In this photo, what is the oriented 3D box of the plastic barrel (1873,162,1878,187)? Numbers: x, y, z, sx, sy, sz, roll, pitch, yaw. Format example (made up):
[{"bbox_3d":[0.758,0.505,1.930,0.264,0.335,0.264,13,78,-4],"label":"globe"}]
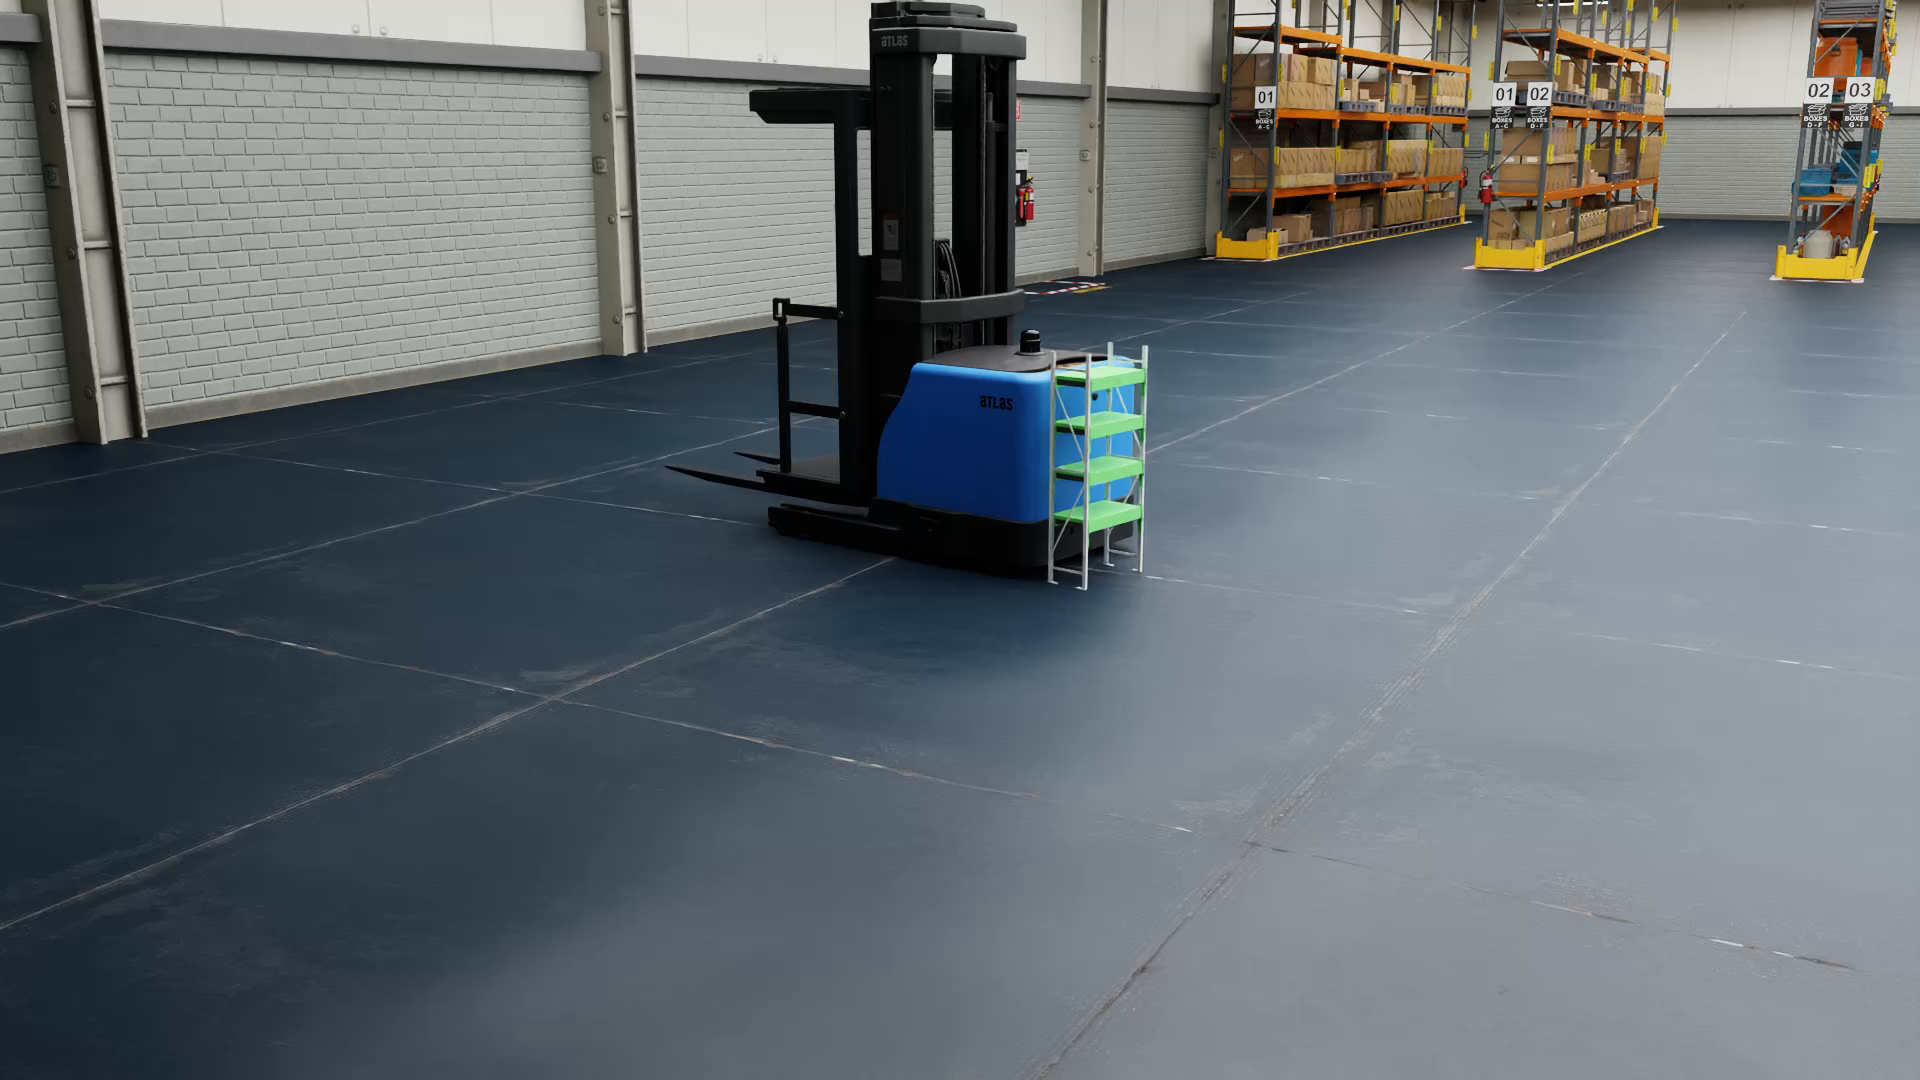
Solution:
[{"bbox_3d":[18.098,-7.374,33.429,0.600,0.536,0.708,7,15,28],"label":"plastic barrel"}]

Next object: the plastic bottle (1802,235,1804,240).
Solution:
[{"bbox_3d":[15.073,-5.298,29.823,0.144,0.351,0.185,7,15,28],"label":"plastic bottle"}]

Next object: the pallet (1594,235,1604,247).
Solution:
[{"bbox_3d":[13.291,-6.479,35.958,1.003,0.211,1.213,7,15,28],"label":"pallet"}]

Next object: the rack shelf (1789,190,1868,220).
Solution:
[{"bbox_3d":[15.157,-5.856,28.961,1.077,0.370,4.000,7,15,28],"label":"rack shelf"}]

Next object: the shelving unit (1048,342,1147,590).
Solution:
[{"bbox_3d":[0.710,-0.389,8.585,0.258,1.200,0.503,11,18,39],"label":"shelving unit"}]

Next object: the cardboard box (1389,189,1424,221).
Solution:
[{"bbox_3d":[11.118,-8.391,41.631,0.750,0.750,0.750,8,15,29],"label":"cardboard box"}]

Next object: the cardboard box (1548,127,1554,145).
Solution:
[{"bbox_3d":[10.367,-7.251,30.228,0.700,0.500,0.500,7,15,27],"label":"cardboard box"}]

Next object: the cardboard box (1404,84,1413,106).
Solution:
[{"bbox_3d":[10.584,-10.811,40.426,0.700,0.500,0.500,7,15,27],"label":"cardboard box"}]

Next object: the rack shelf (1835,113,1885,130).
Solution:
[{"bbox_3d":[20.958,-9.777,38.821,1.077,0.370,4.000,7,15,28],"label":"rack shelf"}]

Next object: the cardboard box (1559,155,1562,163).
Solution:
[{"bbox_3d":[10.977,-7.093,30.958,0.380,0.149,0.250,8,15,29],"label":"cardboard box"}]

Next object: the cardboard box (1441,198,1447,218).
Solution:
[{"bbox_3d":[12.517,-8.829,44.193,0.700,0.500,0.500,7,15,26],"label":"cardboard box"}]

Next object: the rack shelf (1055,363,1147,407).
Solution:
[{"bbox_3d":[0.710,-0.793,8.488,0.258,0.148,0.480,11,18,39],"label":"rack shelf"}]

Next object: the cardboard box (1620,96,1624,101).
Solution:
[{"bbox_3d":[14.151,-9.704,36.771,0.910,0.500,0.500,7,15,28],"label":"cardboard box"}]

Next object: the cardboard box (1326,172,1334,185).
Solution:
[{"bbox_3d":[7.487,-7.544,34.704,0.500,0.250,0.500,7,15,28],"label":"cardboard box"}]

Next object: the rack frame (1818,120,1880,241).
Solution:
[{"bbox_3d":[19.991,-8.258,37.386,1.000,3.000,0.127,7,15,28],"label":"rack frame"}]

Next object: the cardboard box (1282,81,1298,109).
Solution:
[{"bbox_3d":[6.189,-8.581,32.072,0.500,0.500,0.500,9,16,32],"label":"cardboard box"}]

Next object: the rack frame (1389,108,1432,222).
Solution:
[{"bbox_3d":[11.318,-9.380,42.042,1.000,3.000,0.127,7,15,28],"label":"rack frame"}]

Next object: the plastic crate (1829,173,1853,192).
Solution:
[{"bbox_3d":[15.759,-6.493,30.200,0.767,0.338,0.504,7,15,28],"label":"plastic crate"}]

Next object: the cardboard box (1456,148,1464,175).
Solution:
[{"bbox_3d":[13.014,-10.241,44.972,0.980,0.700,0.700,8,16,31],"label":"cardboard box"}]

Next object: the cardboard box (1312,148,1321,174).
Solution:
[{"bbox_3d":[7.004,-7.703,33.763,0.500,0.500,0.500,7,15,26],"label":"cardboard box"}]

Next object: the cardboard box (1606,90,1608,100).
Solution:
[{"bbox_3d":[13.553,-9.489,35.518,0.500,0.250,0.500,6,15,24],"label":"cardboard box"}]

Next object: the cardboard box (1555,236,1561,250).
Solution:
[{"bbox_3d":[11.036,-5.618,31.406,0.500,0.250,0.500,7,15,28],"label":"cardboard box"}]

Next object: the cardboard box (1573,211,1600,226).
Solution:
[{"bbox_3d":[13.193,-6.793,35.086,0.500,0.311,0.500,7,15,28],"label":"cardboard box"}]

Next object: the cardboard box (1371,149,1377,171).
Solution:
[{"bbox_3d":[9.166,-8.725,38.170,0.700,0.500,0.500,5,15,21],"label":"cardboard box"}]

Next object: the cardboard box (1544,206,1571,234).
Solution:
[{"bbox_3d":[11.504,-6.189,32.177,0.500,0.500,0.500,7,15,28],"label":"cardboard box"}]

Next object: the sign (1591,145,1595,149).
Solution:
[{"bbox_3d":[15.178,-9.301,39.864,0.100,0.325,0.005,7,15,28],"label":"sign"}]

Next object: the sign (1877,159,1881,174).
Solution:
[{"bbox_3d":[20.471,-8.330,37.094,0.100,0.325,0.005,7,15,28],"label":"sign"}]

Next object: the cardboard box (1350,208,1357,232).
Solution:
[{"bbox_3d":[8.516,-7.207,37.422,0.700,0.500,0.500,7,15,28],"label":"cardboard box"}]

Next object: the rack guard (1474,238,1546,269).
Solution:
[{"bbox_3d":[9.844,-5.138,29.778,1.175,0.500,0.348,7,15,28],"label":"rack guard"}]

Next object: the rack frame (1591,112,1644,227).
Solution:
[{"bbox_3d":[15.656,-8.820,39.717,1.000,3.000,0.127,7,15,28],"label":"rack frame"}]

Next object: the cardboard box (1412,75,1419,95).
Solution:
[{"bbox_3d":[11.452,-11.553,42.263,0.500,0.500,0.500,7,15,28],"label":"cardboard box"}]

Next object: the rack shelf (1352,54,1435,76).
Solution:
[{"bbox_3d":[10.351,-11.342,39.768,1.077,0.370,4.000,7,15,28],"label":"rack shelf"}]

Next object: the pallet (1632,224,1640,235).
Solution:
[{"bbox_3d":[15.989,-7.605,40.628,1.003,0.211,1.213,7,15,28],"label":"pallet"}]

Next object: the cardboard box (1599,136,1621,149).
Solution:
[{"bbox_3d":[15.674,-9.488,40.140,0.500,0.500,0.500,7,15,28],"label":"cardboard box"}]

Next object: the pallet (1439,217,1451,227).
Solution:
[{"bbox_3d":[12.343,-8.423,44.022,1.003,0.211,1.213,7,15,28],"label":"pallet"}]

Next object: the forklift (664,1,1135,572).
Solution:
[{"bbox_3d":[-0.490,-1.518,9.575,3.031,2.935,1.130,11,17,38],"label":"forklift"}]

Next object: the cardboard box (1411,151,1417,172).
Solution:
[{"bbox_3d":[10.828,-9.252,40.620,0.500,0.500,0.500,7,15,28],"label":"cardboard box"}]

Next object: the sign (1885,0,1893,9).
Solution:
[{"bbox_3d":[14.669,-8.547,26.233,0.100,0.325,0.005,7,15,28],"label":"sign"}]

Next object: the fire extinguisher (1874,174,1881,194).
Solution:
[{"bbox_3d":[22.395,-8.839,40.758,0.296,0.674,0.183,7,15,28],"label":"fire extinguisher"}]

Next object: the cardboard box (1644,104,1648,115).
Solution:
[{"bbox_3d":[16.108,-10.277,39.681,0.500,0.250,0.500,7,15,28],"label":"cardboard box"}]

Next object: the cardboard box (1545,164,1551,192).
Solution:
[{"bbox_3d":[10.342,-6.609,30.334,0.700,0.500,0.500,8,16,29],"label":"cardboard box"}]

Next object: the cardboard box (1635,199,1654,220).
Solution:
[{"bbox_3d":[17.543,-8.500,42.784,0.500,0.500,0.500,7,15,28],"label":"cardboard box"}]

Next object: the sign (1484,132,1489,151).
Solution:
[{"bbox_3d":[9.387,-7.100,29.609,0.100,0.325,0.005,7,15,28],"label":"sign"}]

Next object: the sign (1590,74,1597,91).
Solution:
[{"bbox_3d":[12.276,-8.864,32.228,0.100,0.325,0.005,7,15,28],"label":"sign"}]

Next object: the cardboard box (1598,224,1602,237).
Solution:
[{"bbox_3d":[13.436,-6.625,35.584,0.500,0.250,0.500,7,15,27],"label":"cardboard box"}]

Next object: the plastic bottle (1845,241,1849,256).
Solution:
[{"bbox_3d":[15.553,-5.111,29.216,0.097,0.271,0.097,0,14,0],"label":"plastic bottle"}]

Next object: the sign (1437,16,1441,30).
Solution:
[{"bbox_3d":[11.799,-12.730,40.975,0.100,0.325,0.005,7,15,28],"label":"sign"}]

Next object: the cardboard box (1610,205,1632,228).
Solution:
[{"bbox_3d":[15.422,-7.584,38.987,0.500,0.500,0.500,7,15,28],"label":"cardboard box"}]

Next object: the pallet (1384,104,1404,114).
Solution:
[{"bbox_3d":[9.649,-10.064,38.882,1.213,0.211,1.003,8,16,31],"label":"pallet"}]

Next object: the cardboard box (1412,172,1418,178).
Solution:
[{"bbox_3d":[11.060,-9.003,40.971,0.380,0.149,0.250,7,15,28],"label":"cardboard box"}]

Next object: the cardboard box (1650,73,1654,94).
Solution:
[{"bbox_3d":[16.460,-11.107,40.456,0.700,0.500,0.500,7,15,28],"label":"cardboard box"}]

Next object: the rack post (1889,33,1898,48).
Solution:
[{"bbox_3d":[19.124,-10.502,34.959,0.937,0.300,0.954,9,16,34],"label":"rack post"}]

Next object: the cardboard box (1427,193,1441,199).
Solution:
[{"bbox_3d":[12.347,-8.983,43.448,0.380,0.149,0.250,7,15,26],"label":"cardboard box"}]
